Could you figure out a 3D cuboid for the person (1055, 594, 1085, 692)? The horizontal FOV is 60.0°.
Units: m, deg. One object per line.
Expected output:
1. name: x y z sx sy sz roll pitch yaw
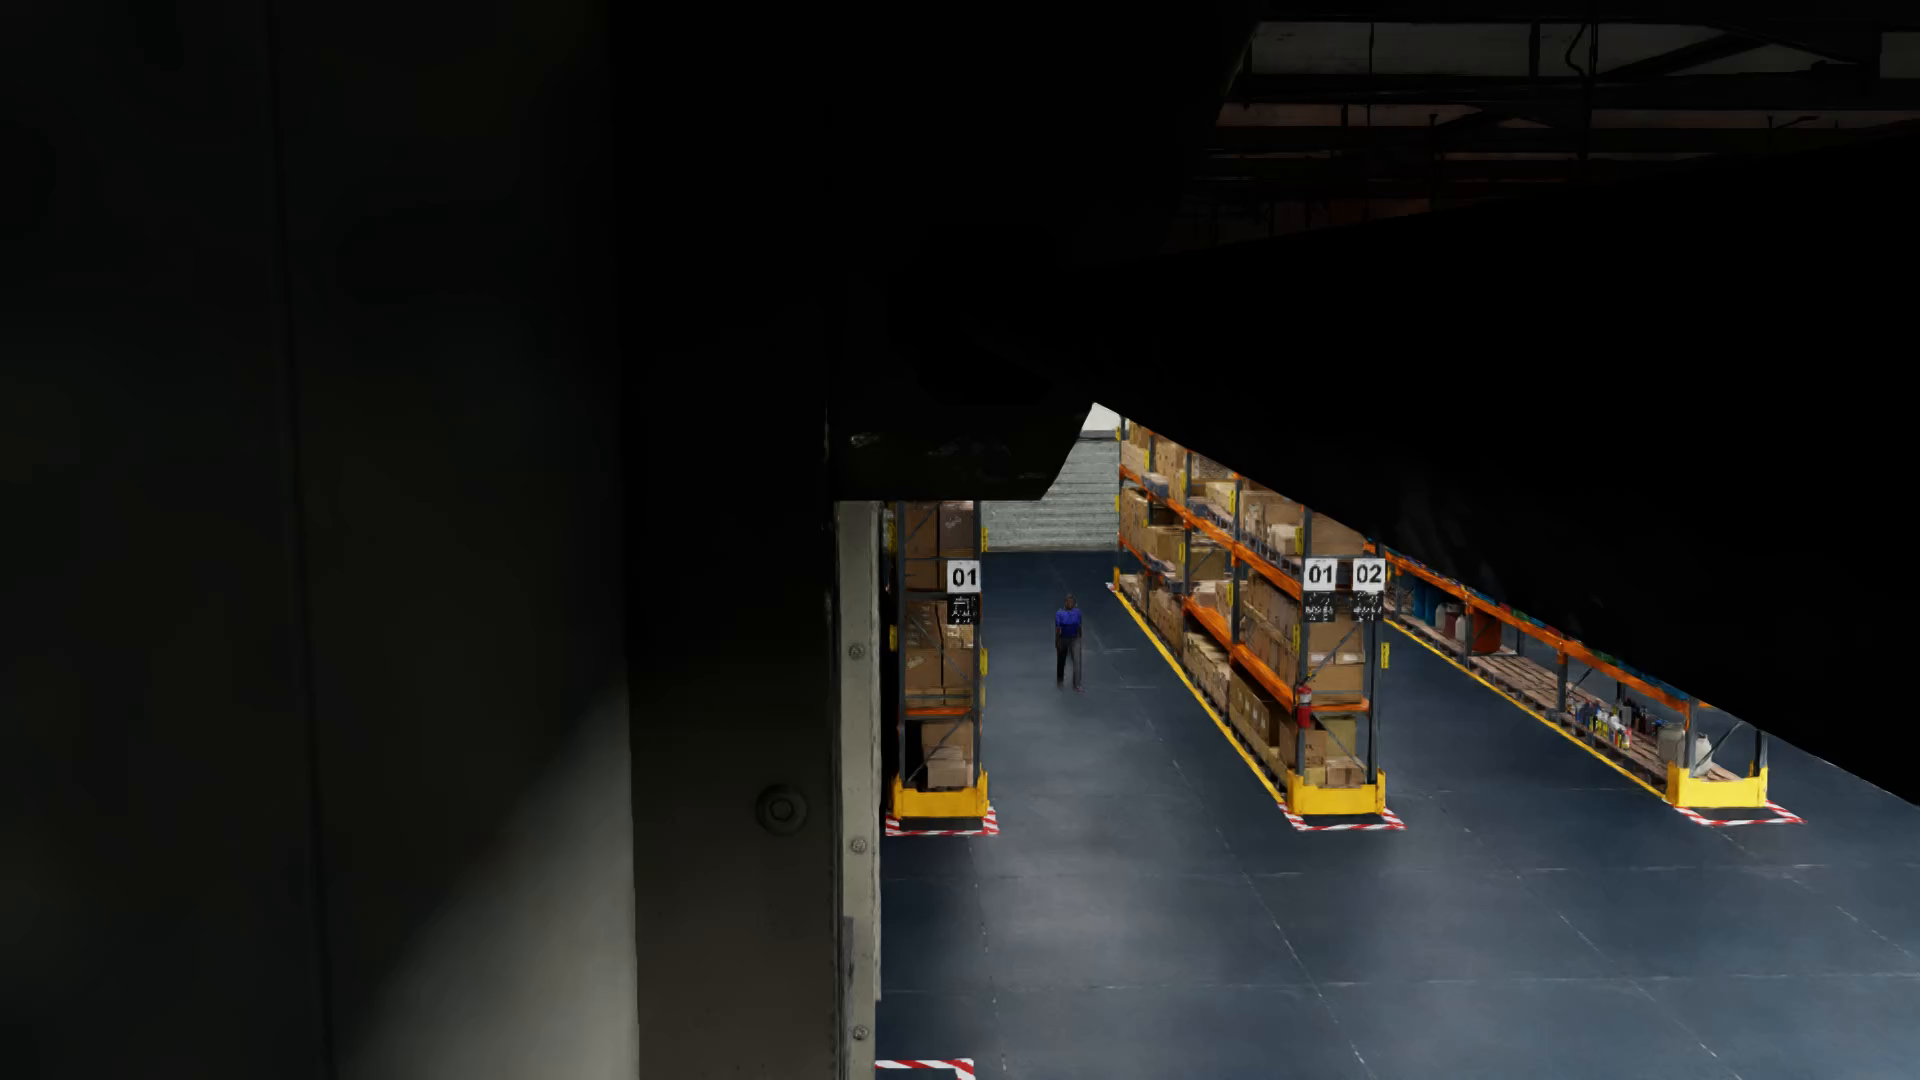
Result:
1. person: 1.764 1.642 27.108 0.451 1.572 1.088 -1 8 -4
